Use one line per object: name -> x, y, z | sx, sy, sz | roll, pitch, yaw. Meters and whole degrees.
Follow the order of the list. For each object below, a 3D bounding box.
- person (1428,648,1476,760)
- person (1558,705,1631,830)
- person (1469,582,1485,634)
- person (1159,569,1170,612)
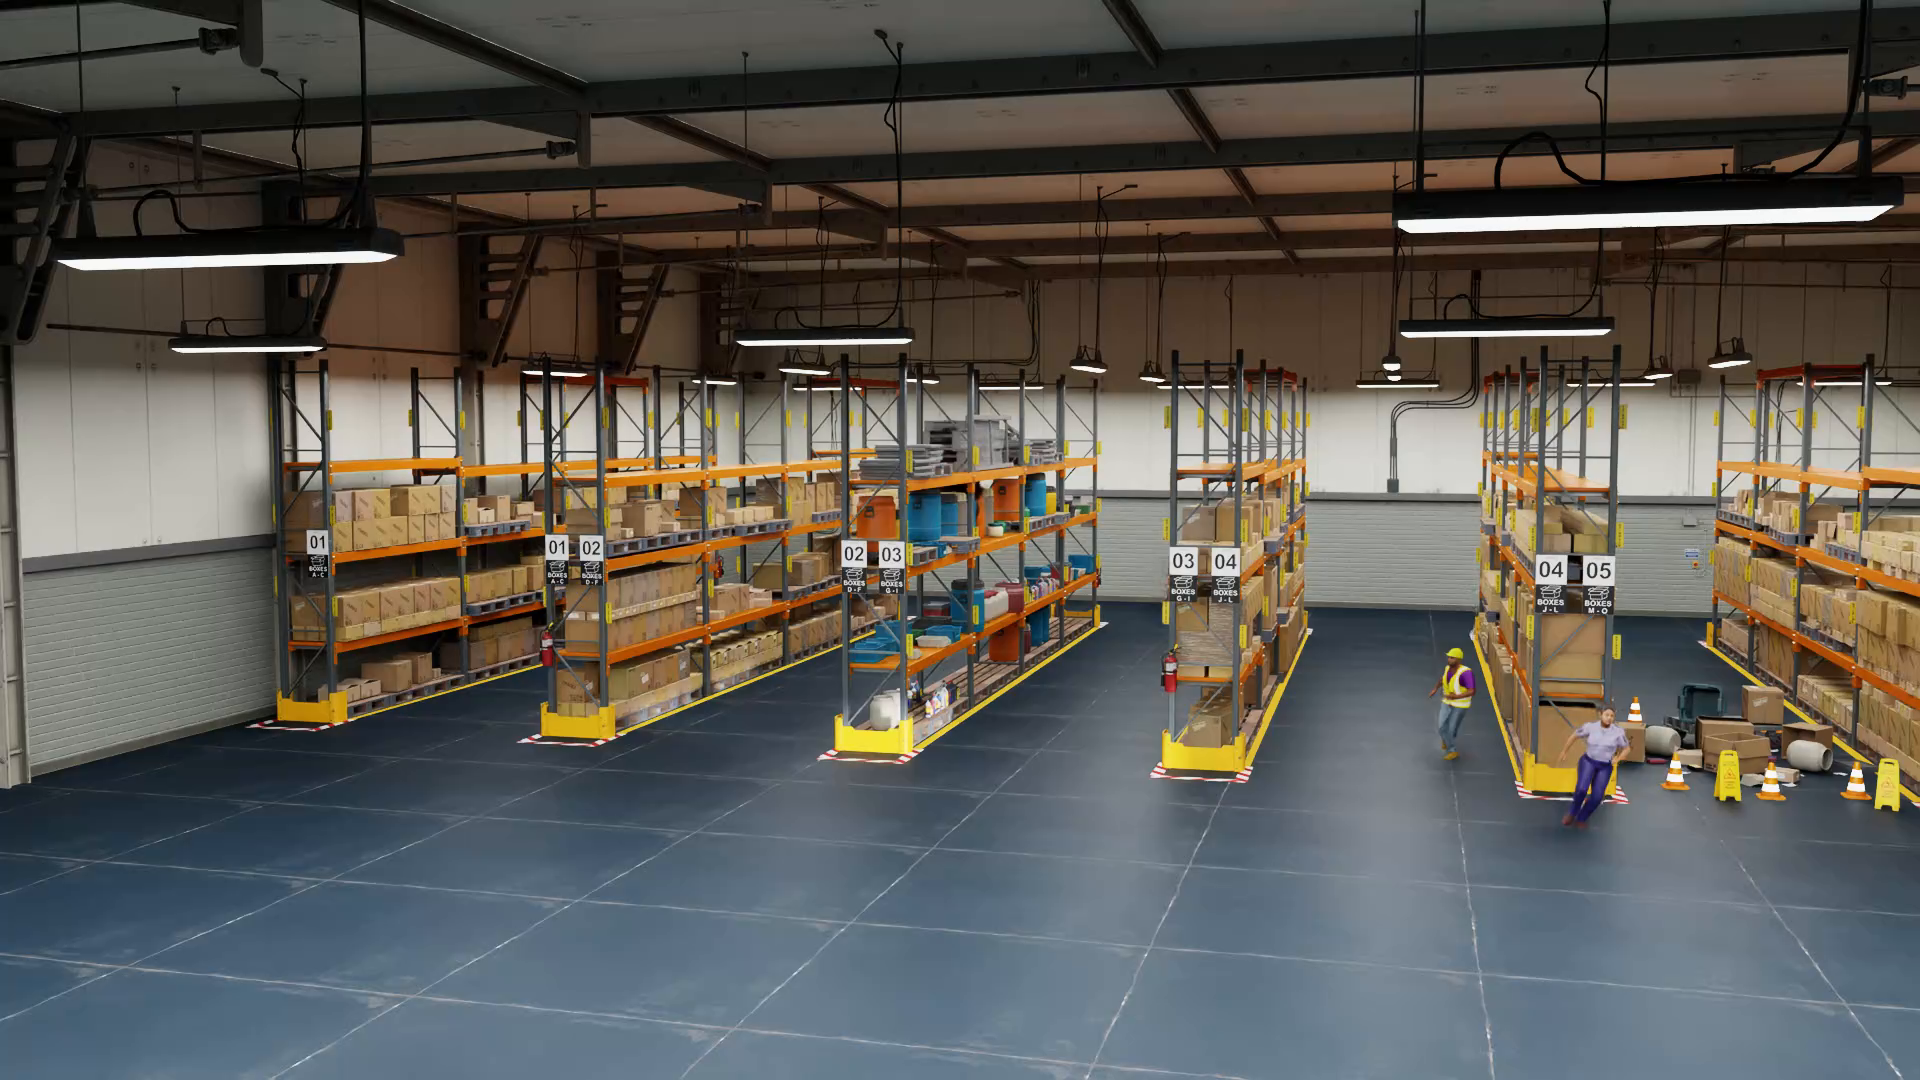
person -> 7.322, 2.417, 24.634 | 0.637, 1.693, 0.813 | -4, 6, -45
person -> 7.760, 2.798, 20.273 | 0.781, 1.580, 0.616 | 0, 4, 6
person -> 12.347, 1.420, 38.923 | 0.759, 1.599, 0.554 | 0, 4, 1
person -> 5.558, 1.082, 42.920 | 0.738, 1.667, 0.733 | -3, 5, -34
